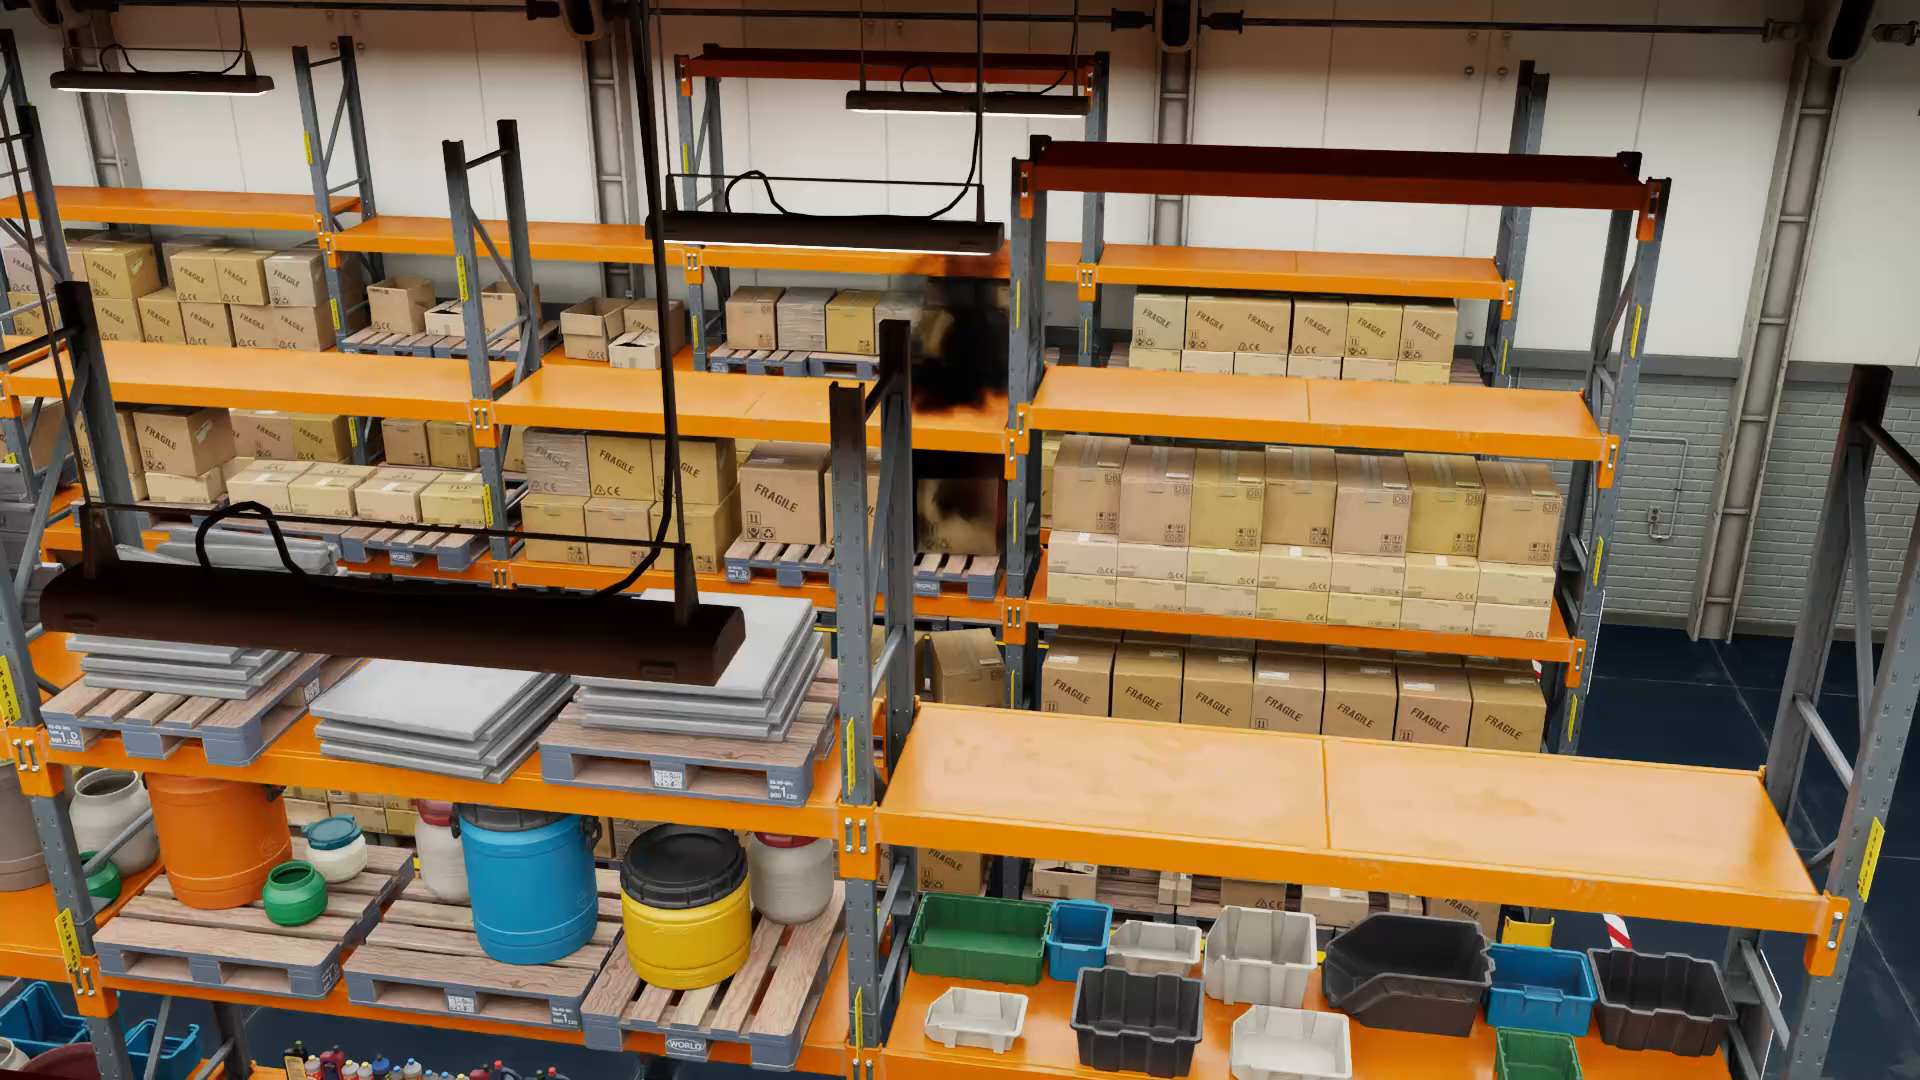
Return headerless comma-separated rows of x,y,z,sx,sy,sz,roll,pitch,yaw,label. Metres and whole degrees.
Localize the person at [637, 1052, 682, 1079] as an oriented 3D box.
-1.789,3.184,10.677,0.657,1.728,0.726,6,24,13,person
